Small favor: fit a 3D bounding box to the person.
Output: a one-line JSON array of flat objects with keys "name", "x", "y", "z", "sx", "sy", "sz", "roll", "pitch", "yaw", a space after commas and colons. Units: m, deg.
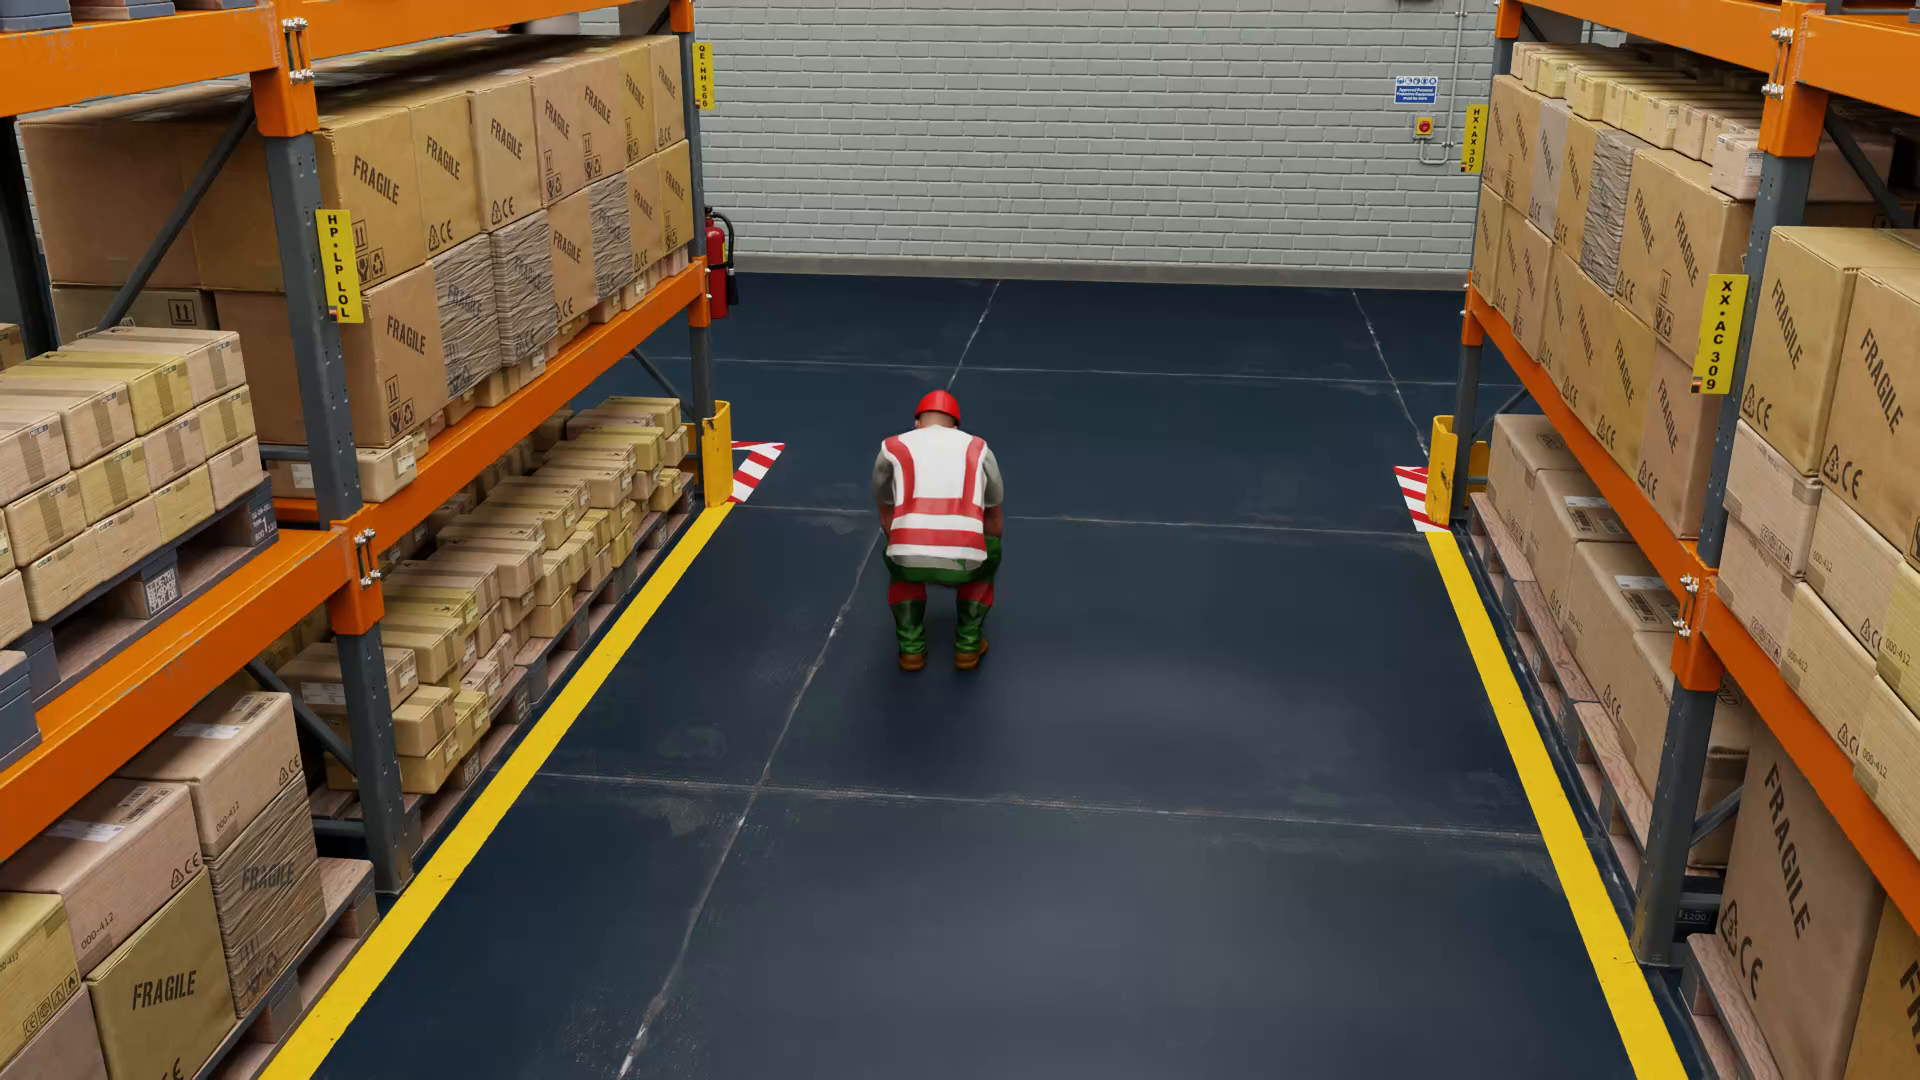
[{"name": "person", "x": -0.107, "y": -0.026, "z": 7.094, "sx": 0.574, "sy": 1.093, "sz": 0.857, "roll": 2, "pitch": 21, "yaw": 6}]
